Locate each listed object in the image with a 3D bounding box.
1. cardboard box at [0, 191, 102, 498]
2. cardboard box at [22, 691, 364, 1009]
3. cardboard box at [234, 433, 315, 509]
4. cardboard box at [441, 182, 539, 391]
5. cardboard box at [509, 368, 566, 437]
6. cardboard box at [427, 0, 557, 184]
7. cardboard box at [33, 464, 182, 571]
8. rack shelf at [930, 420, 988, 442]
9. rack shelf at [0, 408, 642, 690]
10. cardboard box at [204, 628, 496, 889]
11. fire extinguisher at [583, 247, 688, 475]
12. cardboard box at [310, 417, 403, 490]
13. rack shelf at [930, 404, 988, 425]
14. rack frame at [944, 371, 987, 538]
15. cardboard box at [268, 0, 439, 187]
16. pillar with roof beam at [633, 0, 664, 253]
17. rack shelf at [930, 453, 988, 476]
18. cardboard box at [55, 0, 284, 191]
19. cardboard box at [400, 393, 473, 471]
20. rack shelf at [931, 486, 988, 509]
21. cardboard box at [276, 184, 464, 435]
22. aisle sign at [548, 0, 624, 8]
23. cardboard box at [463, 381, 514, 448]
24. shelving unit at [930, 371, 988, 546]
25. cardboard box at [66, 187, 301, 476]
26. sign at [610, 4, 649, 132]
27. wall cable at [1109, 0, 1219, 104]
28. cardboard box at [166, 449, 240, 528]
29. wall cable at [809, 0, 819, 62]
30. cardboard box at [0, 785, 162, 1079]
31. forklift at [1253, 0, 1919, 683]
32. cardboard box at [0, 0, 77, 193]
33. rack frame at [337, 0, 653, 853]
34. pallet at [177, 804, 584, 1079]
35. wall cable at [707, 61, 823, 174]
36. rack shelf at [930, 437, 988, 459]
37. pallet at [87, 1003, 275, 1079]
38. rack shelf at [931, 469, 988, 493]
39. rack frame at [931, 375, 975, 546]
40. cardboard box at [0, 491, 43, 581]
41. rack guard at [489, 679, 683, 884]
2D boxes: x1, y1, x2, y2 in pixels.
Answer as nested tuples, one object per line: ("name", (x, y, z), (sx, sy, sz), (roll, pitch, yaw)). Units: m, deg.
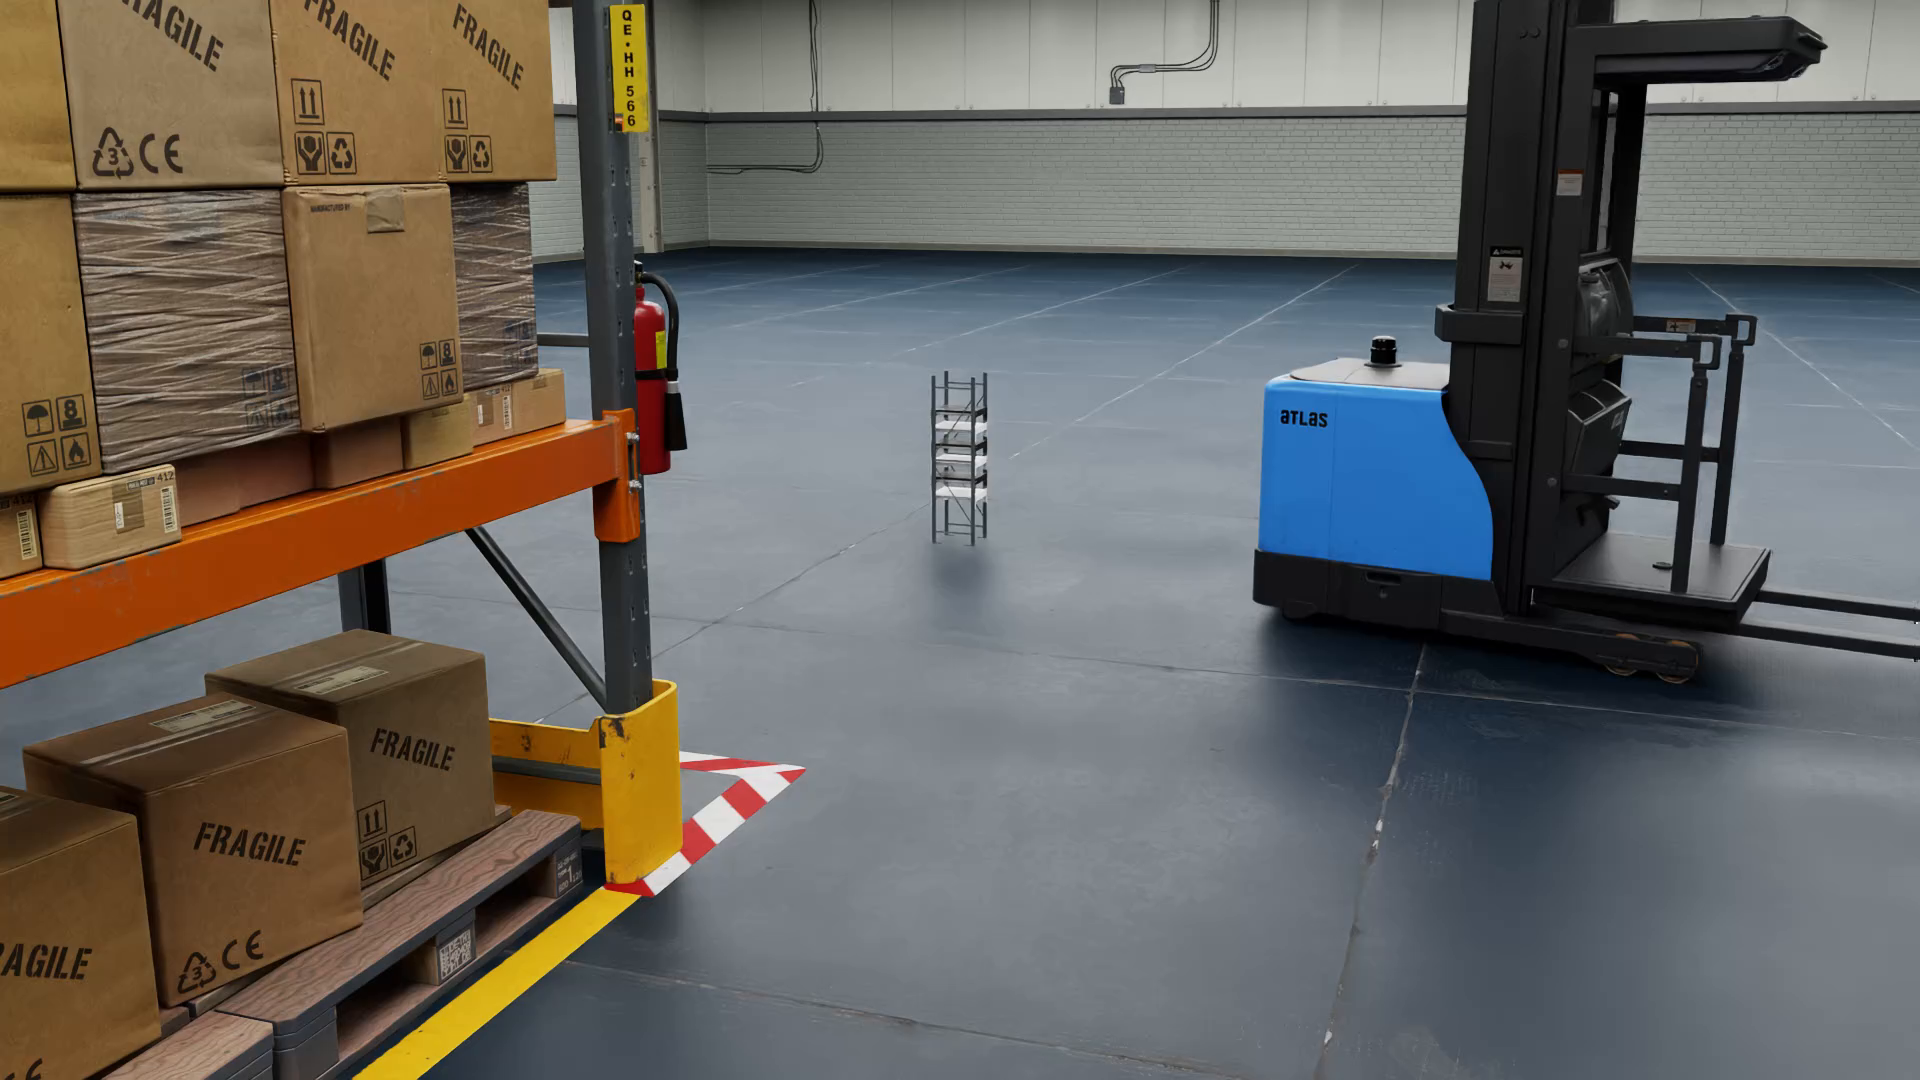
("cardboard box", (-2.023, -0.336, 2.827), (0.875, 0.500, 0.500), (4, 14, 18))
("cardboard box", (-1.775, 0.696, 3.873), (0.500, 0.500, 0.500), (9, 15, 33))
("cardboard box", (-1.622, -0.169, 3.554), (0.380, 0.149, 0.250), (4, 14, 18))
("cardboard box", (-1.600, -0.657, 4.232), (0.875, 0.500, 0.500), (4, 14, 18))
("cardboard box", (-1.293, -0.380, 4.475), (0.380, 0.149, 0.250), (4, 14, 18))
("cardboard box", (-1.340, -1.125, 4.034), (0.500, 0.500, 0.500), (4, 14, 18))
("cardboard box", (-1.679, -0.056, 3.058), (0.380, 0.149, 0.250), (4, 14, 18))
("rack shelf", (-0.003, -0.580, 8.848), (0.258, 0.077, 0.200), (4, 14, 18))
("rack shelf", (-2.043, 0.195, 3.010), (1.077, 0.370, 4.000), (4, 14, 18))
("cardboard box", (-1.614, 0.567, 4.435), (0.500, 0.500, 0.500), (7, 15, 29))
("fire extinguisher", (-0.923, -0.530, 4.743), (0.296, 0.674, 0.183), (4, 14, 18))
("cardboard box", (-1.502, -0.219, 3.772), (0.380, 0.149, 0.250), (4, 14, 18))
("rack shelf", (-0.003, -0.668, 8.828), (0.258, 0.077, 0.200), (4, 14, 18))
("rack frame", (0.030, -0.458, 8.974), (0.240, 0.900, 0.006), (4, 14, 18))
("cardboard box", (-1.496, -1.019, 3.571), (0.500, 0.500, 0.500), (4, 14, 18))
("pillar with roof beam", (-2.769, -10.497, 34.754), (9.100, 9.000, 0.400), (4, 14, 18))
("rack shelf", (-0.003, -0.405, 8.888), (0.258, 0.077, 0.200), (4, 14, 18))
("cardboard box", (-1.660, -0.914, 3.110), (0.500, 0.500, 0.500), (4, 14, 18))
("cardboard box", (-1.406, -0.271, 3.997), (0.380, 0.149, 0.250), (4, 14, 18))
("rack shelf", (-0.003, -0.229, 8.928), (0.258, 0.077, 0.200), (4, 14, 18))
("cardboard box", (-1.648, -0.543, 3.733), (0.875, 0.500, 0.500), (4, 14, 18))
("aisle sign", (-1.092, -1.836, 4.448), (0.394, 0.787, 0.004), (4, 14, 18))
("cardboard box", (-1.374, -0.327, 4.244), (0.380, 0.149, 0.250), (4, 14, 18))
("shelving unit", (-0.003, -0.437, 8.880), (0.258, 0.900, 0.210), (4, 14, 18))
("cardboard box", (-1.851, -0.441, 3.285), (0.875, 0.500, 0.500), (4, 14, 18))
("sign", (-0.877, -1.251, 4.417), (0.100, 0.325, 0.005), (4, 14, 18))
("wall cable", (4.340, -12.303, 35.025), (2.305, 6.003, 0.169), (4, 14, 18))
("cardboard box", (-1.682, -0.115, 3.316), (0.380, 0.149, 0.250), (4, 14, 18))
("wall cable", (-2.078, -12.085, 37.343), (3.097, 2.526, 0.112), (4, 14, 18))
("cardboard box", (-1.995, 0.826, 3.302), (0.500, 0.500, 0.500), (6, 14, 24))
("forklift", (2.840, -1.001, 6.786), (3.031, 2.935, 1.130), (8, 15, 31))
("cardboard box", (-1.830, -0.809, 2.652), (0.500, 0.500, 0.500), (4, 14, 18))
("rack frame", (-1.396, -0.577, 4.775), (1.000, 3.000, 0.127), (4, 14, 18))
("pallet", (-1.717, 0.967, 4.277), (1.003, 0.211, 1.213), (4, 14, 18))
("wall cable", (-4.638, -9.818, 38.758), (3.097, 2.526, 0.112), (4, 14, 18))
("rack shelf", (-0.003, -0.492, 8.868), (0.258, 0.077, 0.200), (4, 14, 18))
("pallet", (-2.113, 1.223, 3.155), (1.003, 0.211, 1.213), (4, 14, 18))
("rack shelf", (-0.003, -0.317, 8.908), (0.258, 0.077, 0.200), (4, 14, 18))
("rack frame", (-0.036, -0.416, 8.787), (0.240, 0.900, 0.006), (4, 14, 18))
("cardboard box", (-1.825, -0.009, 2.849), (0.380, 0.149, 0.250), (4, 14, 18))
("rack guard", (-1.420, 0.658, 4.983), (1.175, 0.500, 0.348), (4, 14, 18))
